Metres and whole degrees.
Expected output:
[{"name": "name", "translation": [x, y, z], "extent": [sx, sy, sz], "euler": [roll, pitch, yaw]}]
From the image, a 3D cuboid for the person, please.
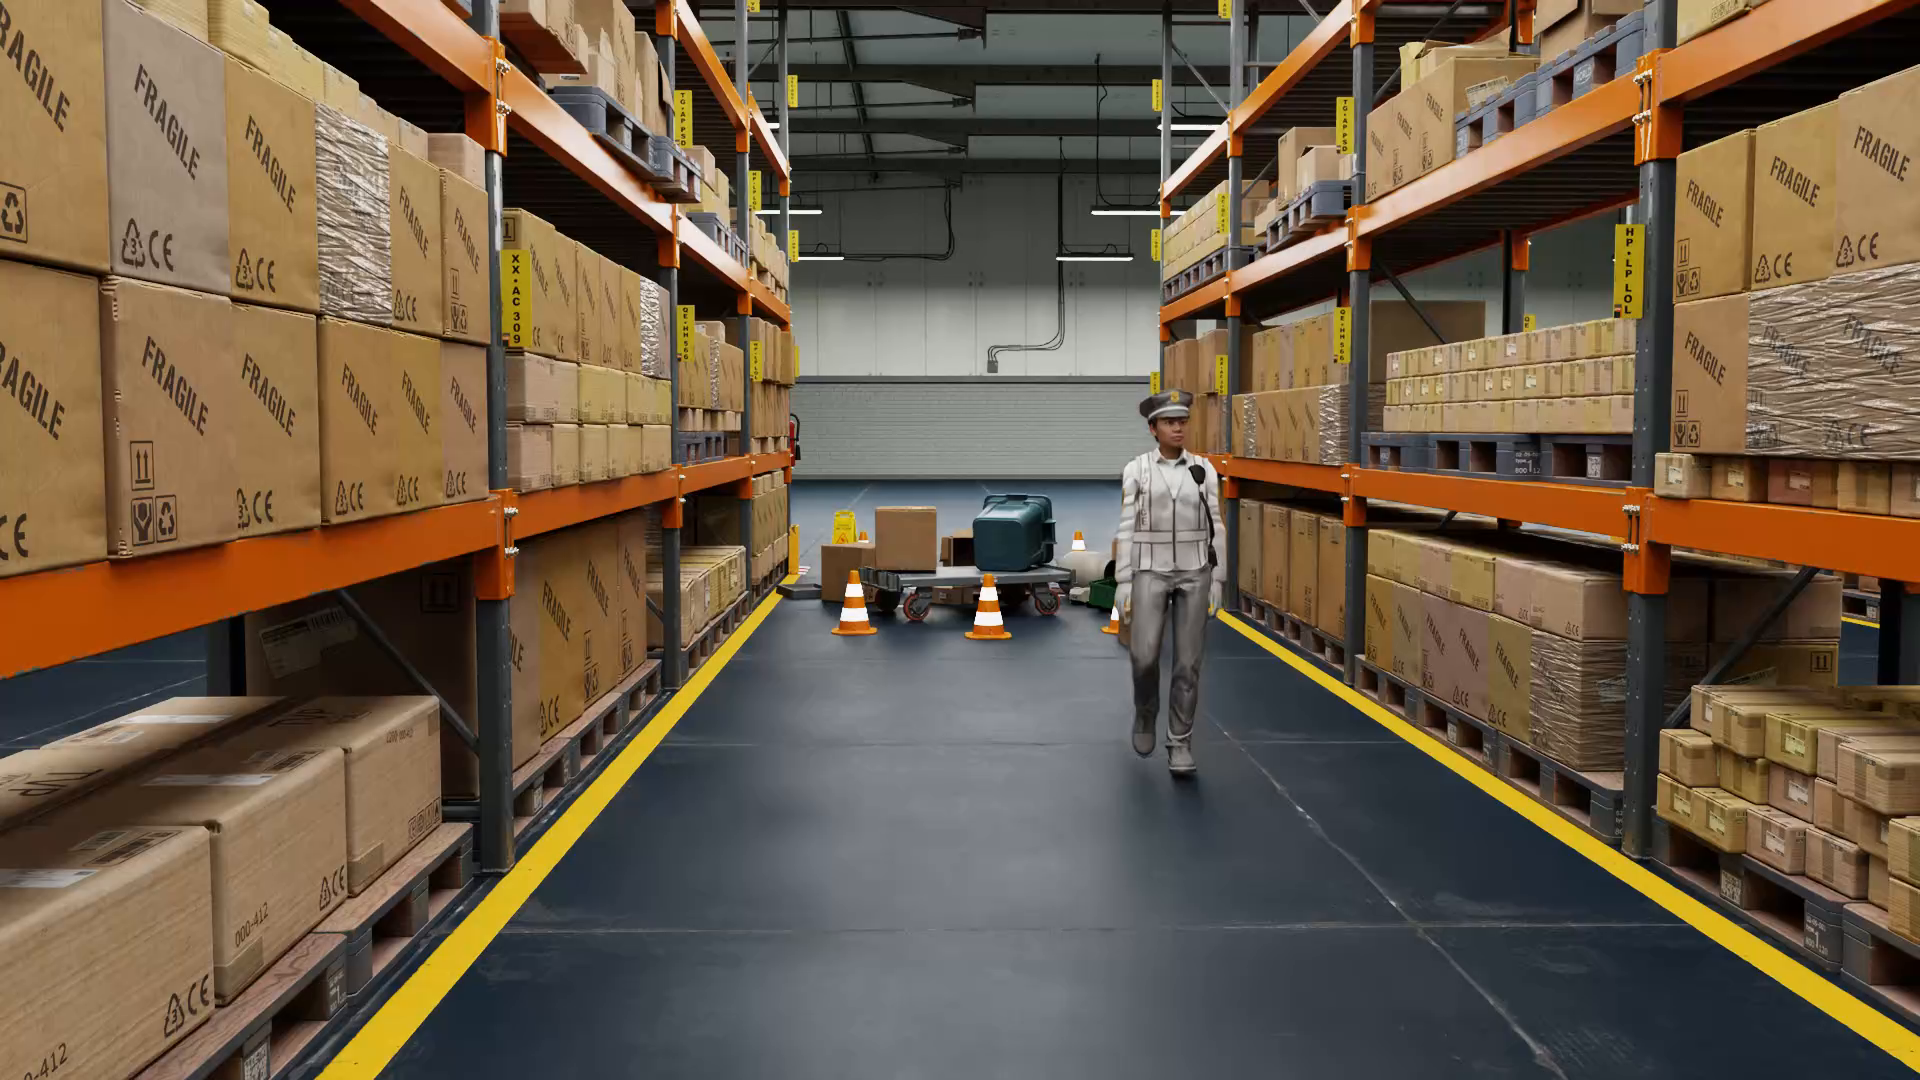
[{"name": "person", "translation": [0.941, 0.173, 7.369], "extent": [0.497, 1.683, 0.454], "euler": [0, 4, -1]}]
